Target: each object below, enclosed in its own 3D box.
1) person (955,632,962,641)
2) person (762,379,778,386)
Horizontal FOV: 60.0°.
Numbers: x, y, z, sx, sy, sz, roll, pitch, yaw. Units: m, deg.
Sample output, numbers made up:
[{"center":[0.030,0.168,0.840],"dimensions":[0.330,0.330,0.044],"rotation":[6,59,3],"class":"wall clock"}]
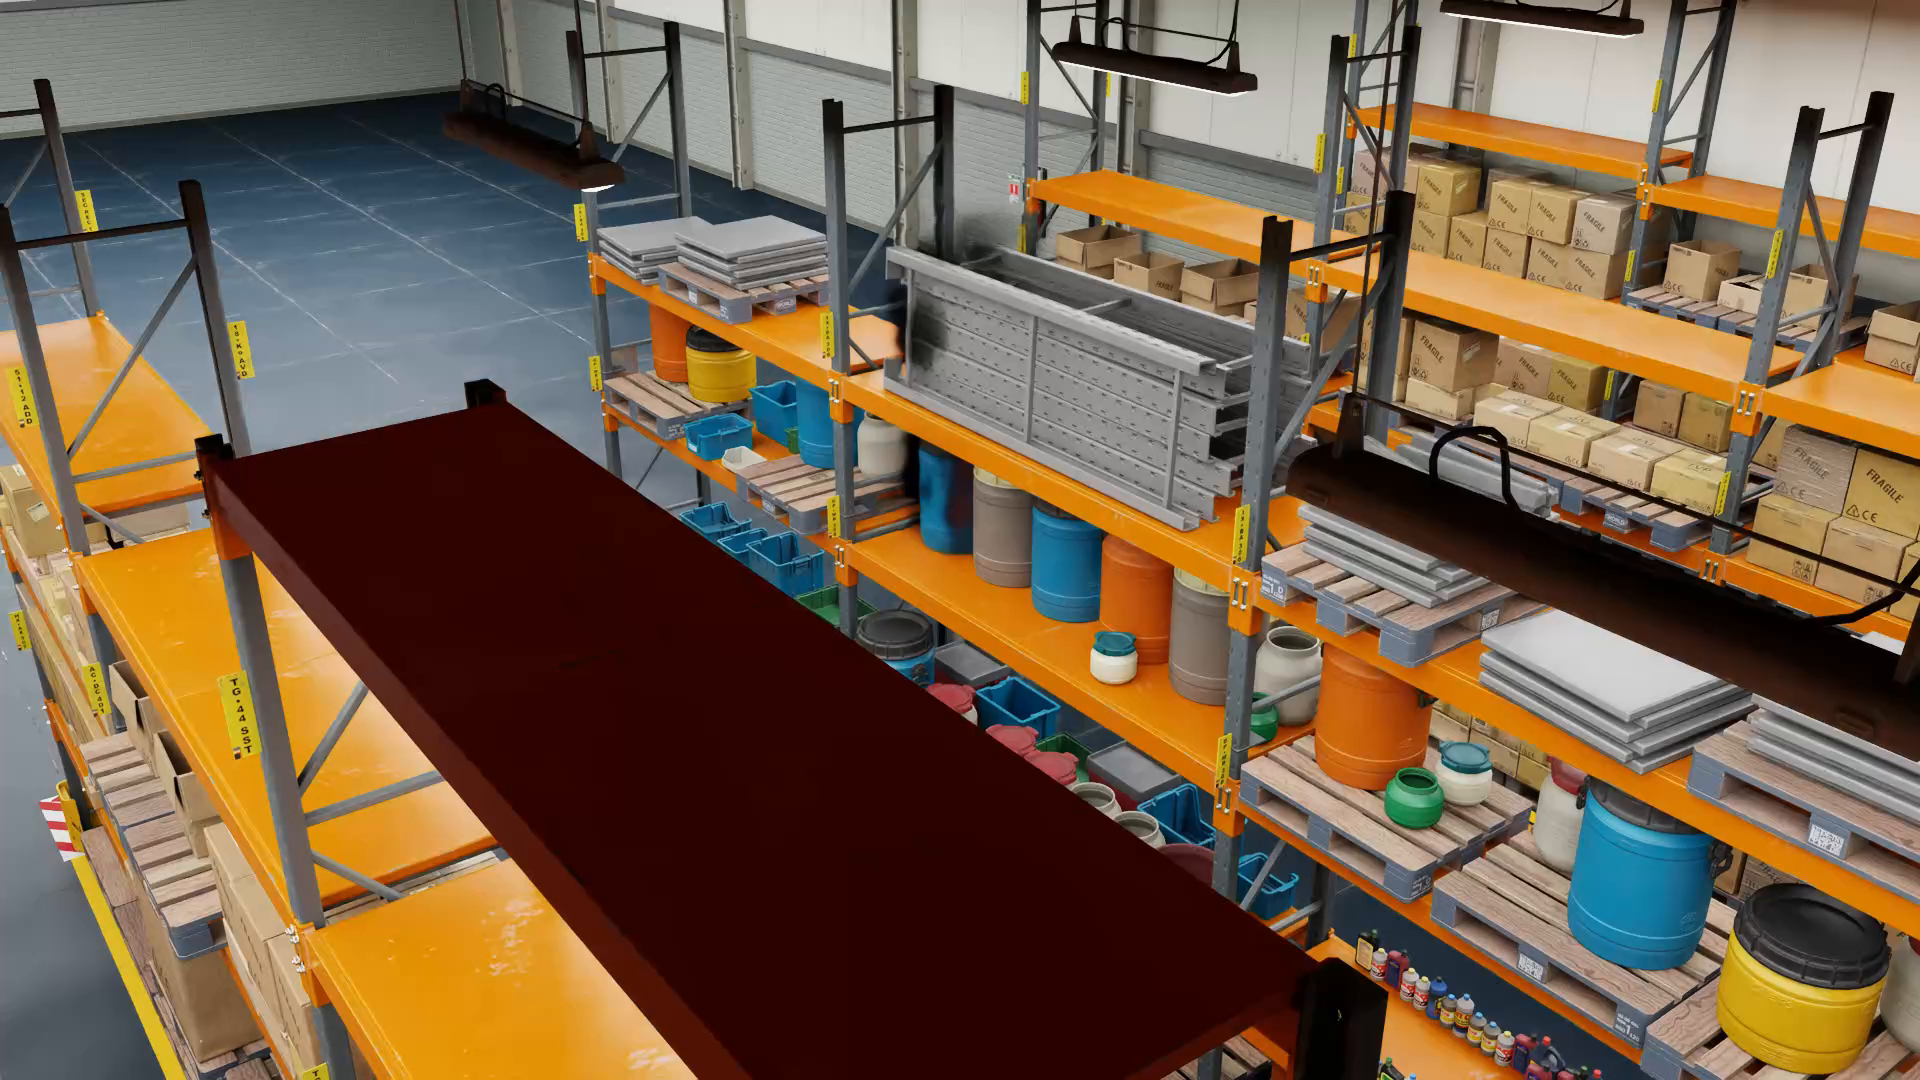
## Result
[{"center":[0.082,0.532,15.161],"dimensions":[0.552,1.733,0.765],"rotation":[-18,30,-34],"class":"person"},{"center":[-1.998,-1.174,19.679],"dimensions":[0.869,1.562,0.532],"rotation":[-8,26,-16],"class":"person"}]
